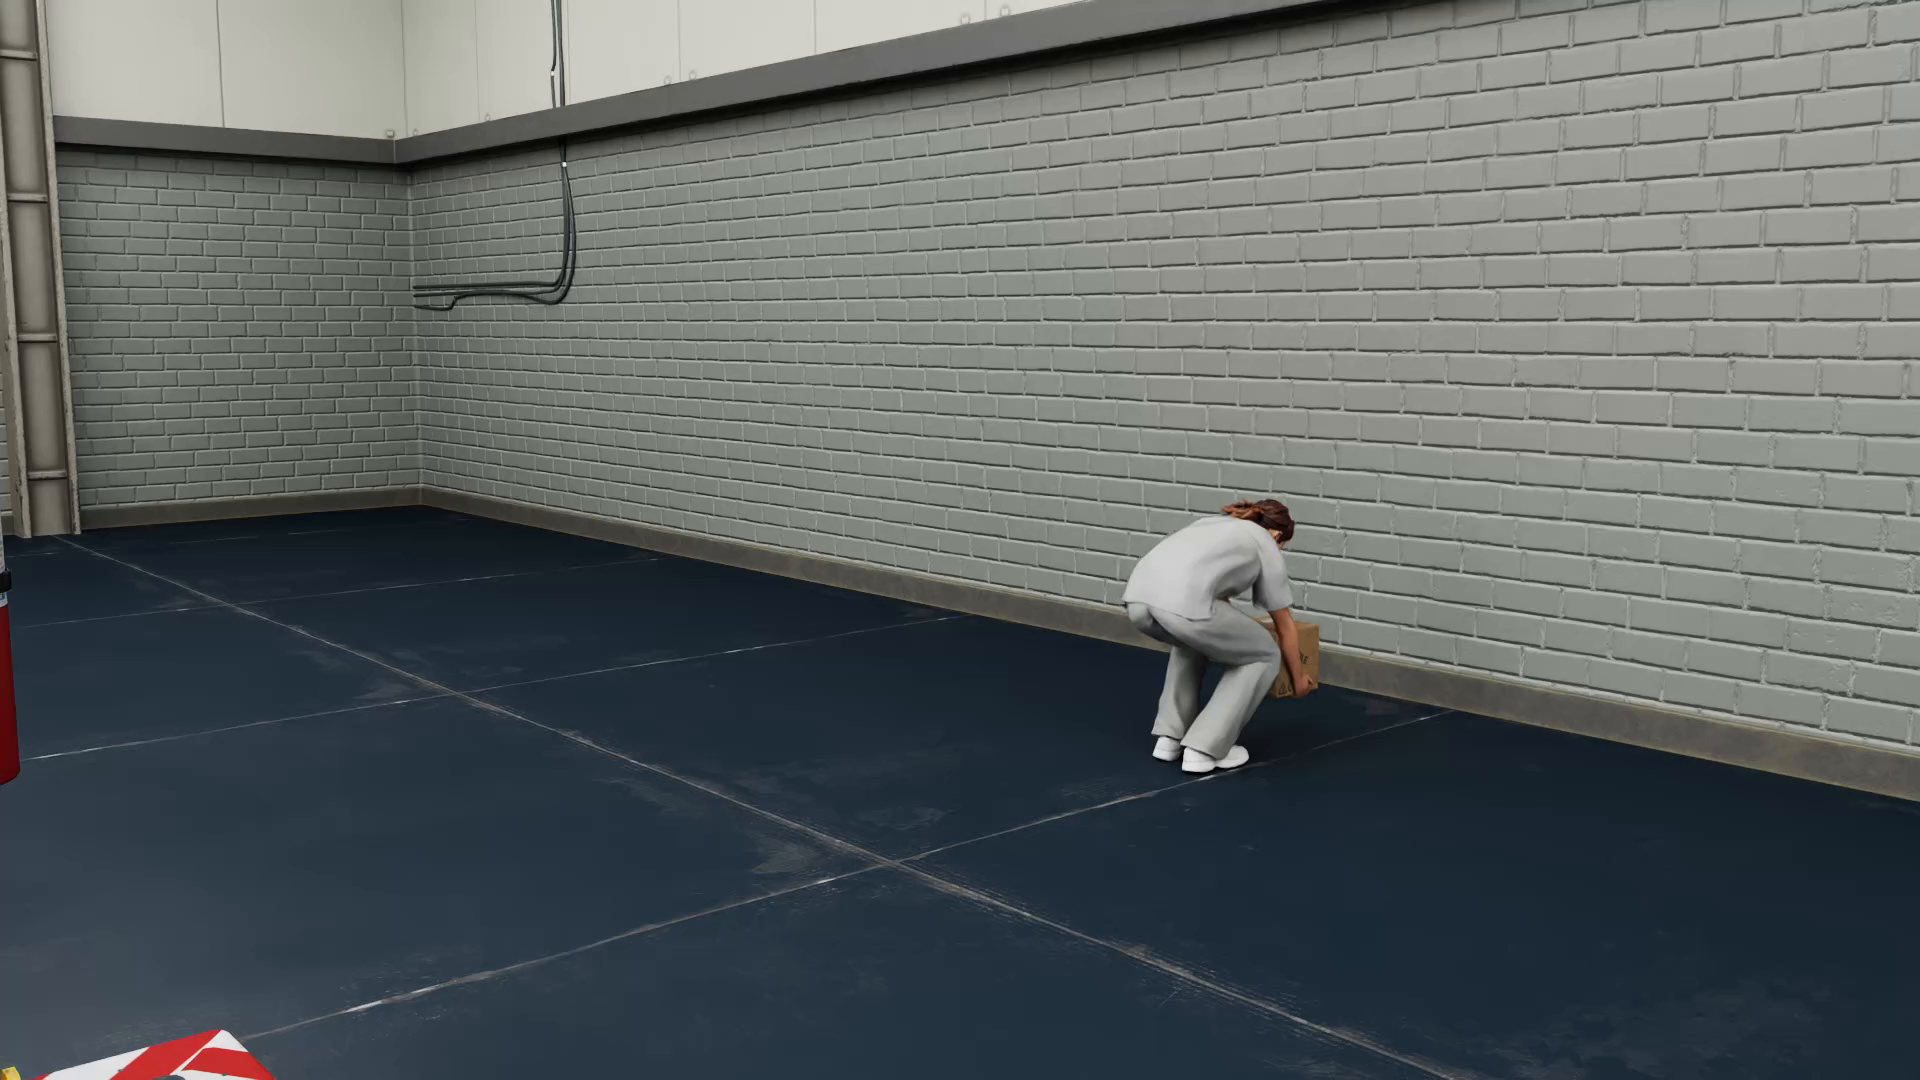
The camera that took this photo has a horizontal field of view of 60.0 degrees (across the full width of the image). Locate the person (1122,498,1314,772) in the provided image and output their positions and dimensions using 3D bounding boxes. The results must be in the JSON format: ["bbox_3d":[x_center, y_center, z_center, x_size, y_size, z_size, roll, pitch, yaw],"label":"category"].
[{"bbox_3d":[0.952,0.329,6.099,0.848,0.946,0.460,-7,10,-43],"label":"person"}]
